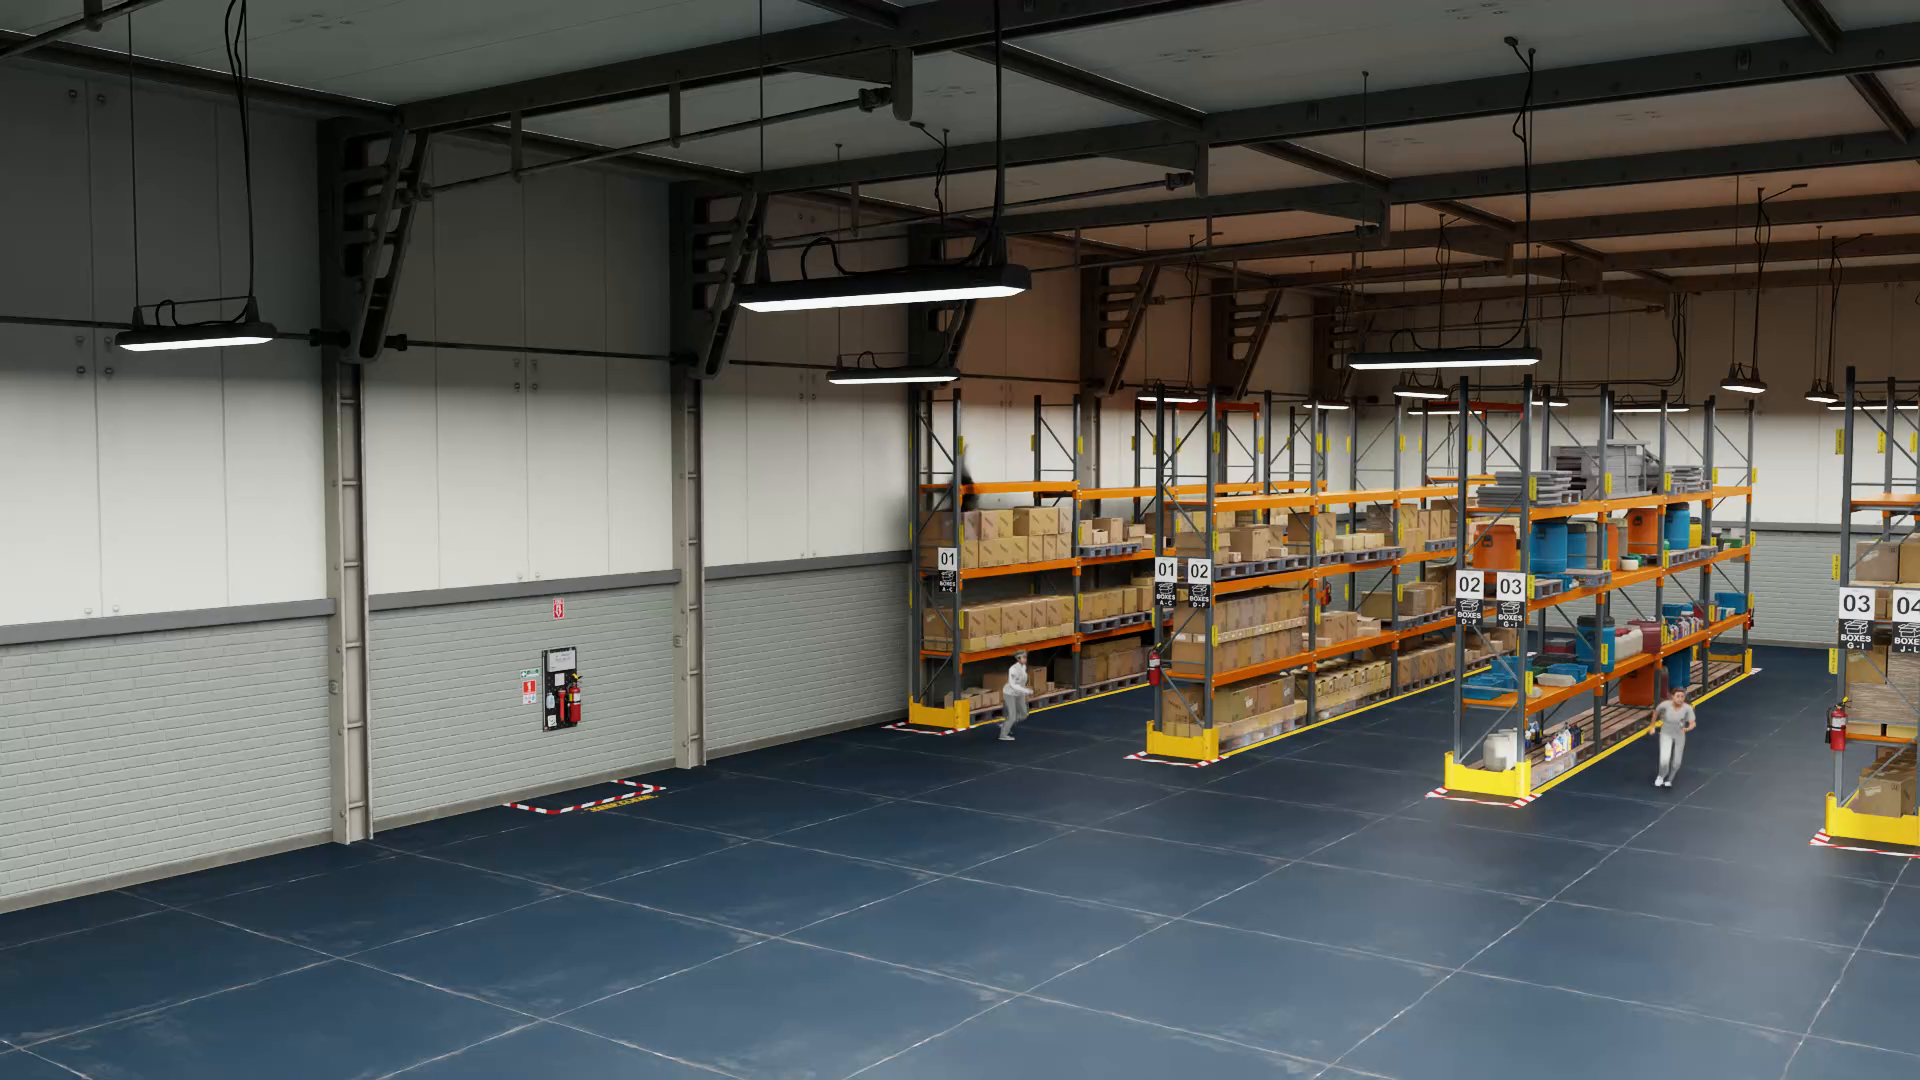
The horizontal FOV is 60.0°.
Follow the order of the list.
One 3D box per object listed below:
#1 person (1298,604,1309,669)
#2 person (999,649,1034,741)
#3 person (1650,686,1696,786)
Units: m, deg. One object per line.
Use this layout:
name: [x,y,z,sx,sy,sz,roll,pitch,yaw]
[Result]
person: [7.245,2.186,34.575,0.728,1.732,0.721,1,4,24]
person: [0.951,2.610,28.063,0.706,1.582,0.586,2,4,35]
person: [10.327,2.861,24.077,0.553,1.522,0.875,1,3,12]
